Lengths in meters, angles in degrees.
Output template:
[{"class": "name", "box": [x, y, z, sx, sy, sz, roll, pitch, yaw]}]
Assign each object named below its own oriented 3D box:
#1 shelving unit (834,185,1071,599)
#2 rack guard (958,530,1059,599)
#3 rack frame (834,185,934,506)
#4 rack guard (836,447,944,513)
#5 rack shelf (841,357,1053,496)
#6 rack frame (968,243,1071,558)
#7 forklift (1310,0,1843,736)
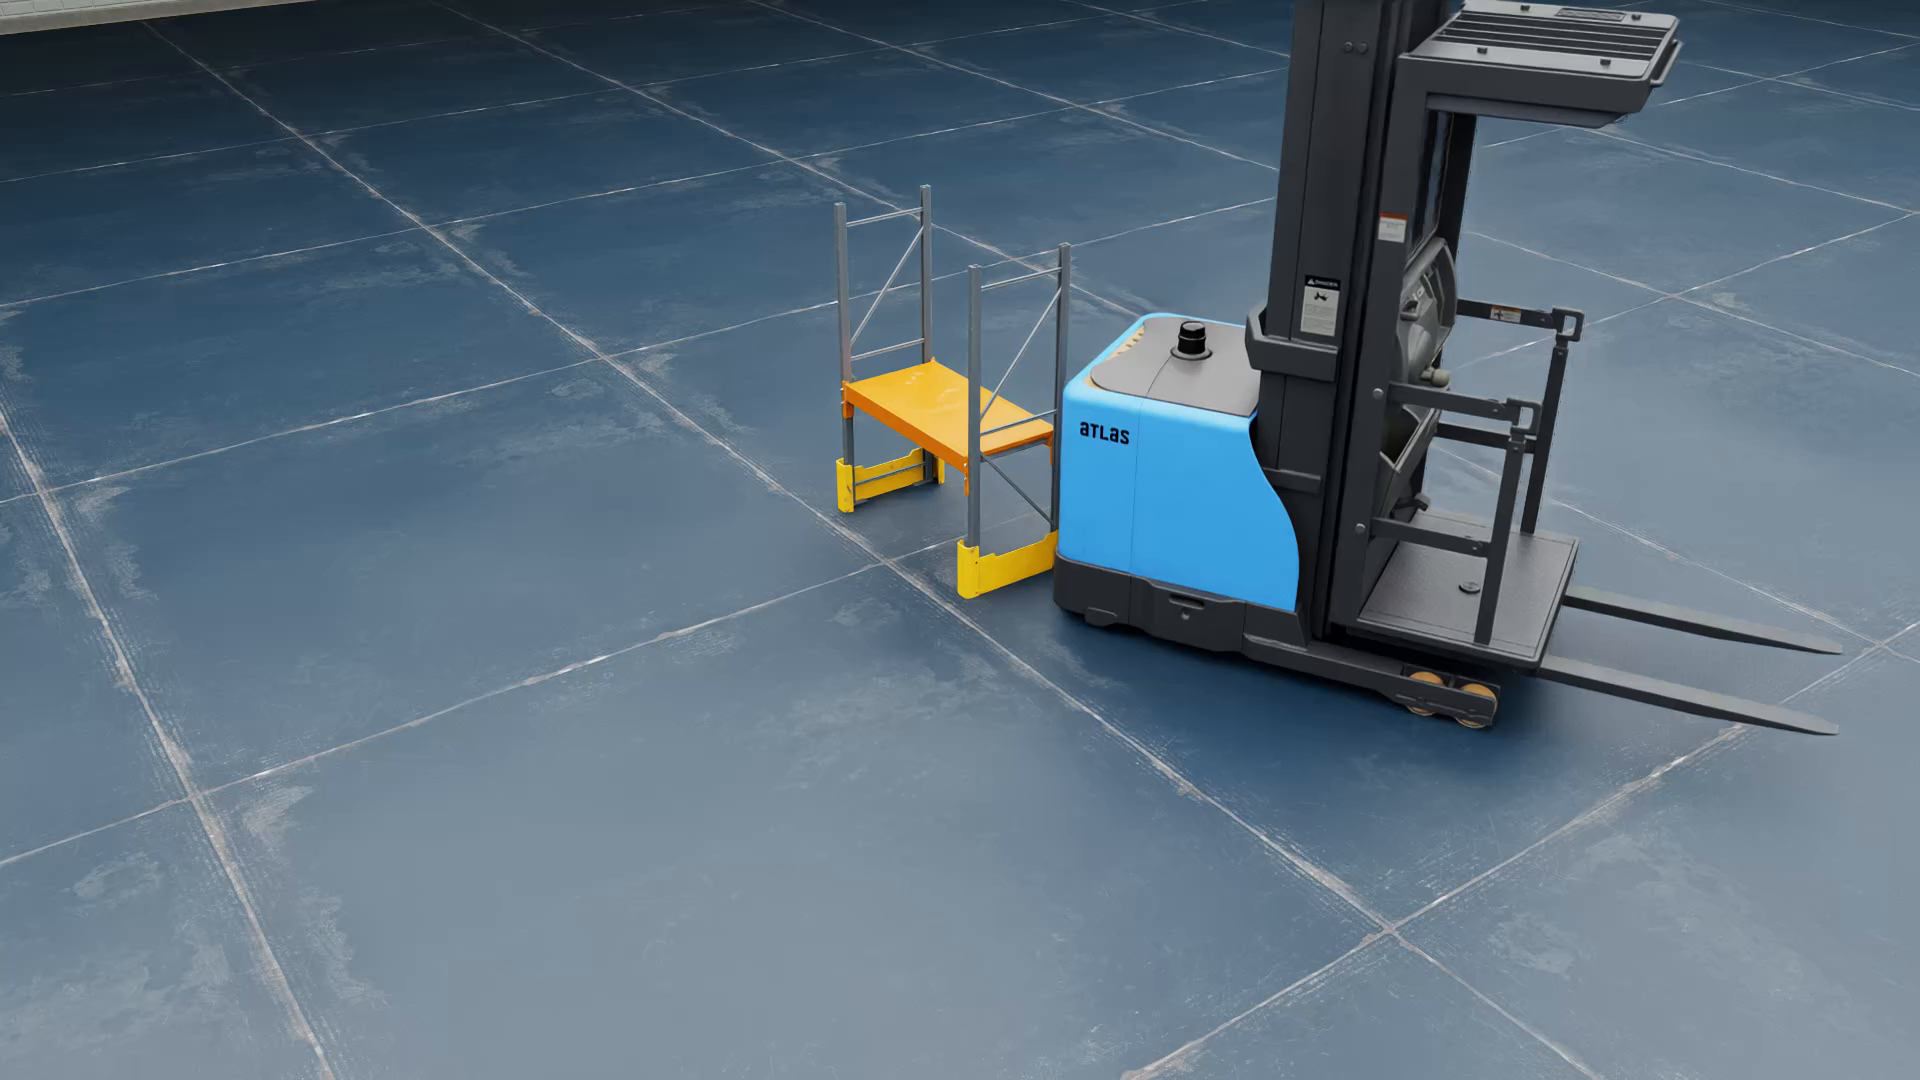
[{"class": "shelving unit", "box": [-0.044, -0.689, 7.447, 0.587, 1.500, 1.083, -19, 34, -31]}, {"class": "rack guard", "box": [0.245, 0.054, 7.388, 0.587, 0.250, 0.087, -19, 34, -31]}, {"class": "rack frame", "box": [-0.344, -0.890, 7.817, 0.500, 1.500, 0.032, -19, 34, -31]}, {"class": "rack guard", "box": [-0.333, -0.333, 8.101, 0.587, 0.250, 0.087, -19, 34, -31]}, {"class": "rack shelf", "box": [-0.049, -0.534, 7.539, 0.538, 0.185, 1.000, -19, 34, -31]}, {"class": "rack frame", "box": [0.245, -0.495, 7.089, 0.500, 1.500, 0.032, -19, 34, -31]}, {"class": "forklift", "box": [1.951, -0.851, 6.246, 3.031, 2.935, 1.121, 13, 31, 23]}]
